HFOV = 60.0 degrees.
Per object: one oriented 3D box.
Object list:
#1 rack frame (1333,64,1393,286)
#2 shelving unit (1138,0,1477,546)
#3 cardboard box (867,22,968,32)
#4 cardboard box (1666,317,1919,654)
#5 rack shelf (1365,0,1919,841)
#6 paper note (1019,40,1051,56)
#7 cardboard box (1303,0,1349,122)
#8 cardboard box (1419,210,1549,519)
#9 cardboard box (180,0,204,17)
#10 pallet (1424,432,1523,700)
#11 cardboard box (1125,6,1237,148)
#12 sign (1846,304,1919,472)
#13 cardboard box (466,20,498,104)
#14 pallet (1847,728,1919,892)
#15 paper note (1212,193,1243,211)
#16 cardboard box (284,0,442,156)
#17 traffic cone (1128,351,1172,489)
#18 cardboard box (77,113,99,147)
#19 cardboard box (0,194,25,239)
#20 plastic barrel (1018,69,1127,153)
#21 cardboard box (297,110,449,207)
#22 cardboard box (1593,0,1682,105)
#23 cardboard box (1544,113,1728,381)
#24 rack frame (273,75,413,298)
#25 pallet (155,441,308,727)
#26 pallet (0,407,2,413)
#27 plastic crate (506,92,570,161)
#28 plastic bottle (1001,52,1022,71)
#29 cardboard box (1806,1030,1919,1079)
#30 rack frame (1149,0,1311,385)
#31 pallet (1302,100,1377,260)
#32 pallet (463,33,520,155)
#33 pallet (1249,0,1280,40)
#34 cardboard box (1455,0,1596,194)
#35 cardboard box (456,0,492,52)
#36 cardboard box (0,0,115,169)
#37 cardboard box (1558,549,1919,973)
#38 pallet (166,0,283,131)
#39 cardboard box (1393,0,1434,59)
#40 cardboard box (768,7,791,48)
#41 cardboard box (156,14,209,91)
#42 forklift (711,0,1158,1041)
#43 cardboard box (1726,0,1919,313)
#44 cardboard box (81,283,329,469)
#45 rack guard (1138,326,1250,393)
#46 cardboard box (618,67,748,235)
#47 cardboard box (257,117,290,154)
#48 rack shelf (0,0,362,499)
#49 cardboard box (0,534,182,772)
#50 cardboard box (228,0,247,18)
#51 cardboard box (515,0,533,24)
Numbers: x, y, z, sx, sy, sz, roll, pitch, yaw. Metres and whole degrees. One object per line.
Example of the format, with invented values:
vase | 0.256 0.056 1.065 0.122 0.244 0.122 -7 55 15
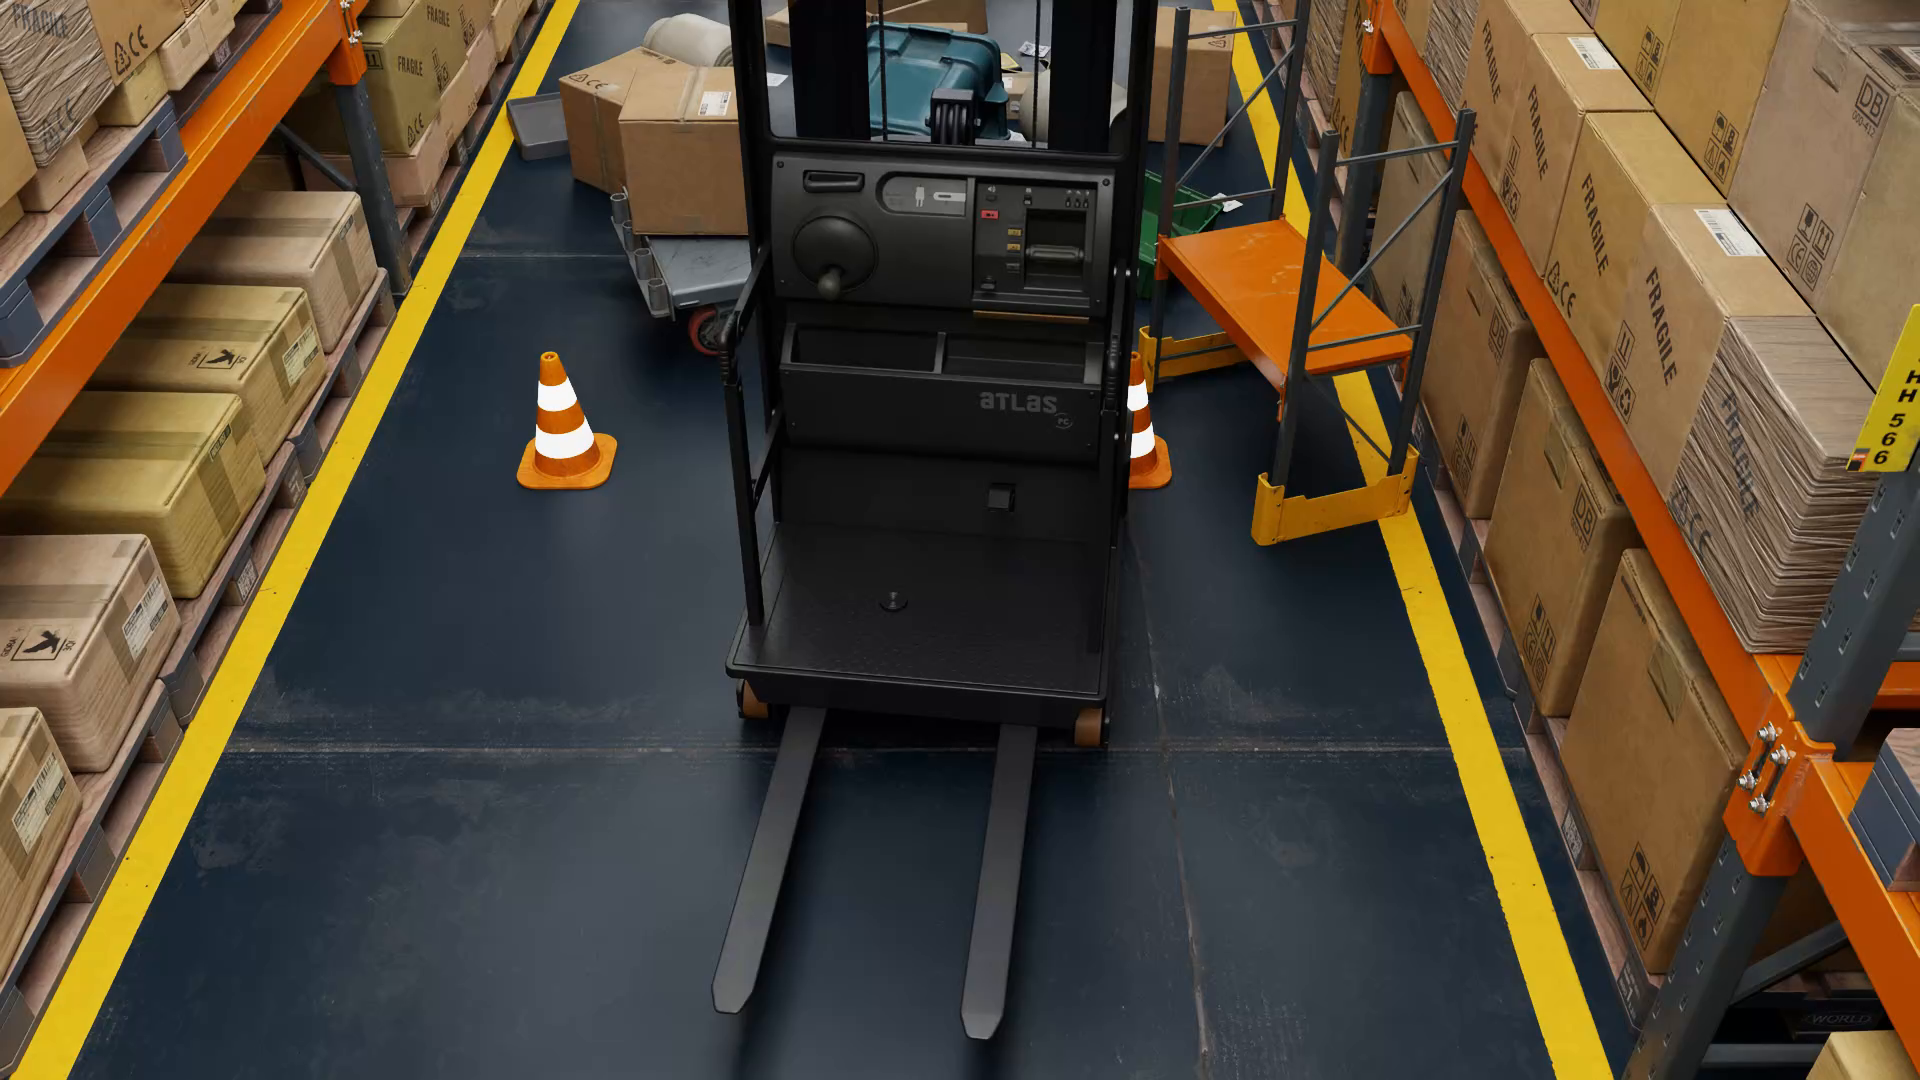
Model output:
rack frame | 2.109 -2.297 6.218 1.000 3.000 0.127 0 39 0
shelving unit | 1.133 -0.940 5.724 0.587 1.500 1.083 -12 40 -15
cardboard box | -0.302 -2.129 7.896 0.797 0.637 0.503 0 39 0
cardboard box | 1.845 -0.116 3.416 0.500 0.500 0.500 0 39 0
rack shelf | 2.111 -0.765 4.882 1.077 0.370 4.000 0 39 0
paper note | 0.408 -2.683 9.075 0.144 0.017 0.142 13 40 15
cardboard box | 2.173 -2.589 7.945 0.875 0.875 0.875 0 39 0
cardboard box | 2.197 -0.591 5.553 1.050 0.750 0.750 0 39 0
cardboard box | -2.609 -1.950 5.131 0.500 0.500 0.500 0 39 0
pallet | 2.190 0.039 5.533 1.003 0.211 1.213 0 39 0
cardboard box | 1.081 -2.292 8.209 0.500 0.500 0.500 6 39 8
sign | 1.559 -0.245 2.731 0.100 0.325 0.005 0 39 0
cardboard box | -2.587 -2.356 8.154 0.500 0.250 0.500 -1 39 -1
pallet | 2.221 0.725 2.600 1.213 0.211 1.003 0 39 0
paper note | 1.203 -1.558 7.670 0.147 0.020 0.142 -28 46 -30
cardboard box | -2.572 -1.983 7.089 0.500 0.500 0.500 2 39 2
traffic cone | 0.601 -0.467 5.963 0.336 0.463 0.334 0 39 0
cardboard box | -2.680 -1.172 4.678 0.380 0.149 0.250 -1 39 -2
cardboard box | -2.669 -0.845 4.271 0.380 0.149 0.250 1 39 2
plastic barrel | 0.574 -2.000 7.907 0.512 0.421 0.421 28 46 30
cardboard box | -2.572 -1.690 7.323 0.500 0.250 0.500 -2 39 -2
cardboard box | 2.118 -1.462 4.296 0.700 0.500 0.500 0 39 0
cardboard box | 1.845 -0.741 4.195 0.500 0.500 0.500 -1 39 -1
rack frame | -2.841 -2.230 6.134 1.000 3.000 0.127 0 39 0
pallet | -2.834 0.110 5.444 1.003 0.211 1.213 0 39 0
pallet | -2.944 -0.099 3.629 1.213 0.211 1.003 0 39 0
plastic crate | -2.023 -2.073 8.273 0.402 0.080 0.583 -13 40 -16
plastic bottle | 0.245 -2.503 8.825 0.133 0.061 0.283 -13 40 -16
cardboard box | 1.872 1.155 2.974 0.500 0.250 0.500 -2 39 -2
rack frame | 0.965 -1.246 6.106 0.500 1.500 0.032 -12 40 -15
pallet | 2.186 -1.684 7.683 1.003 0.211 1.213 0 39 0
pallet | -2.881 -2.327 8.485 1.003 0.211 1.213 0 39 0
pallet | 2.184 -3.210 9.587 1.003 0.211 1.213 0 39 0
cardboard box | 1.840 -1.378 4.991 0.500 0.500 0.500 0 39 0
cardboard box | -2.583 -2.642 7.911 0.500 0.500 0.500 2 39 2
cardboard box | -2.613 -1.300 4.320 0.500 0.500 0.500 -1 39 -2
cardboard box | 2.203 0.538 4.144 1.050 0.750 0.750 -1 39 -1
pallet | -2.985 -1.677 5.598 1.003 0.211 1.213 0 39 0
cardboard box | 1.841 -2.007 5.776 0.500 0.500 0.500 0 39 0
cardboard box | -0.824 -2.801 9.127 0.380 0.149 0.250 20 43 23
cardboard box | -2.541 -1.489 5.074 0.380 0.149 0.250 0 39 0
forklift | -0.075 -0.755 4.349 1.130 2.935 3.031 4 39 5
cardboard box | 2.121 -0.822 3.497 0.700 0.500 0.500 -1 39 -1
cardboard box | -2.834 -0.591 5.854 0.950 0.372 0.625 2 39 3
rack guard | 0.972 -0.747 6.482 0.587 0.250 0.087 -12 40 -15
cardboard box | -1.061 -1.570 6.704 0.500 0.500 0.500 0 39 0
cardboard box | -3.110 -1.983 7.090 0.500 0.500 0.500 -1 39 -1
rack shelf | -2.839 -0.699 4.798 1.077 0.370 4.000 0 39 0
cardboard box | -2.836 0.318 4.720 0.950 0.372 0.625 -1 39 -1
cardboard box | -2.582 -1.809 5.474 0.380 0.149 0.250 -1 39 -1
cardboard box | -2.583 -2.993 8.949 0.500 0.250 0.500 0 39 0
